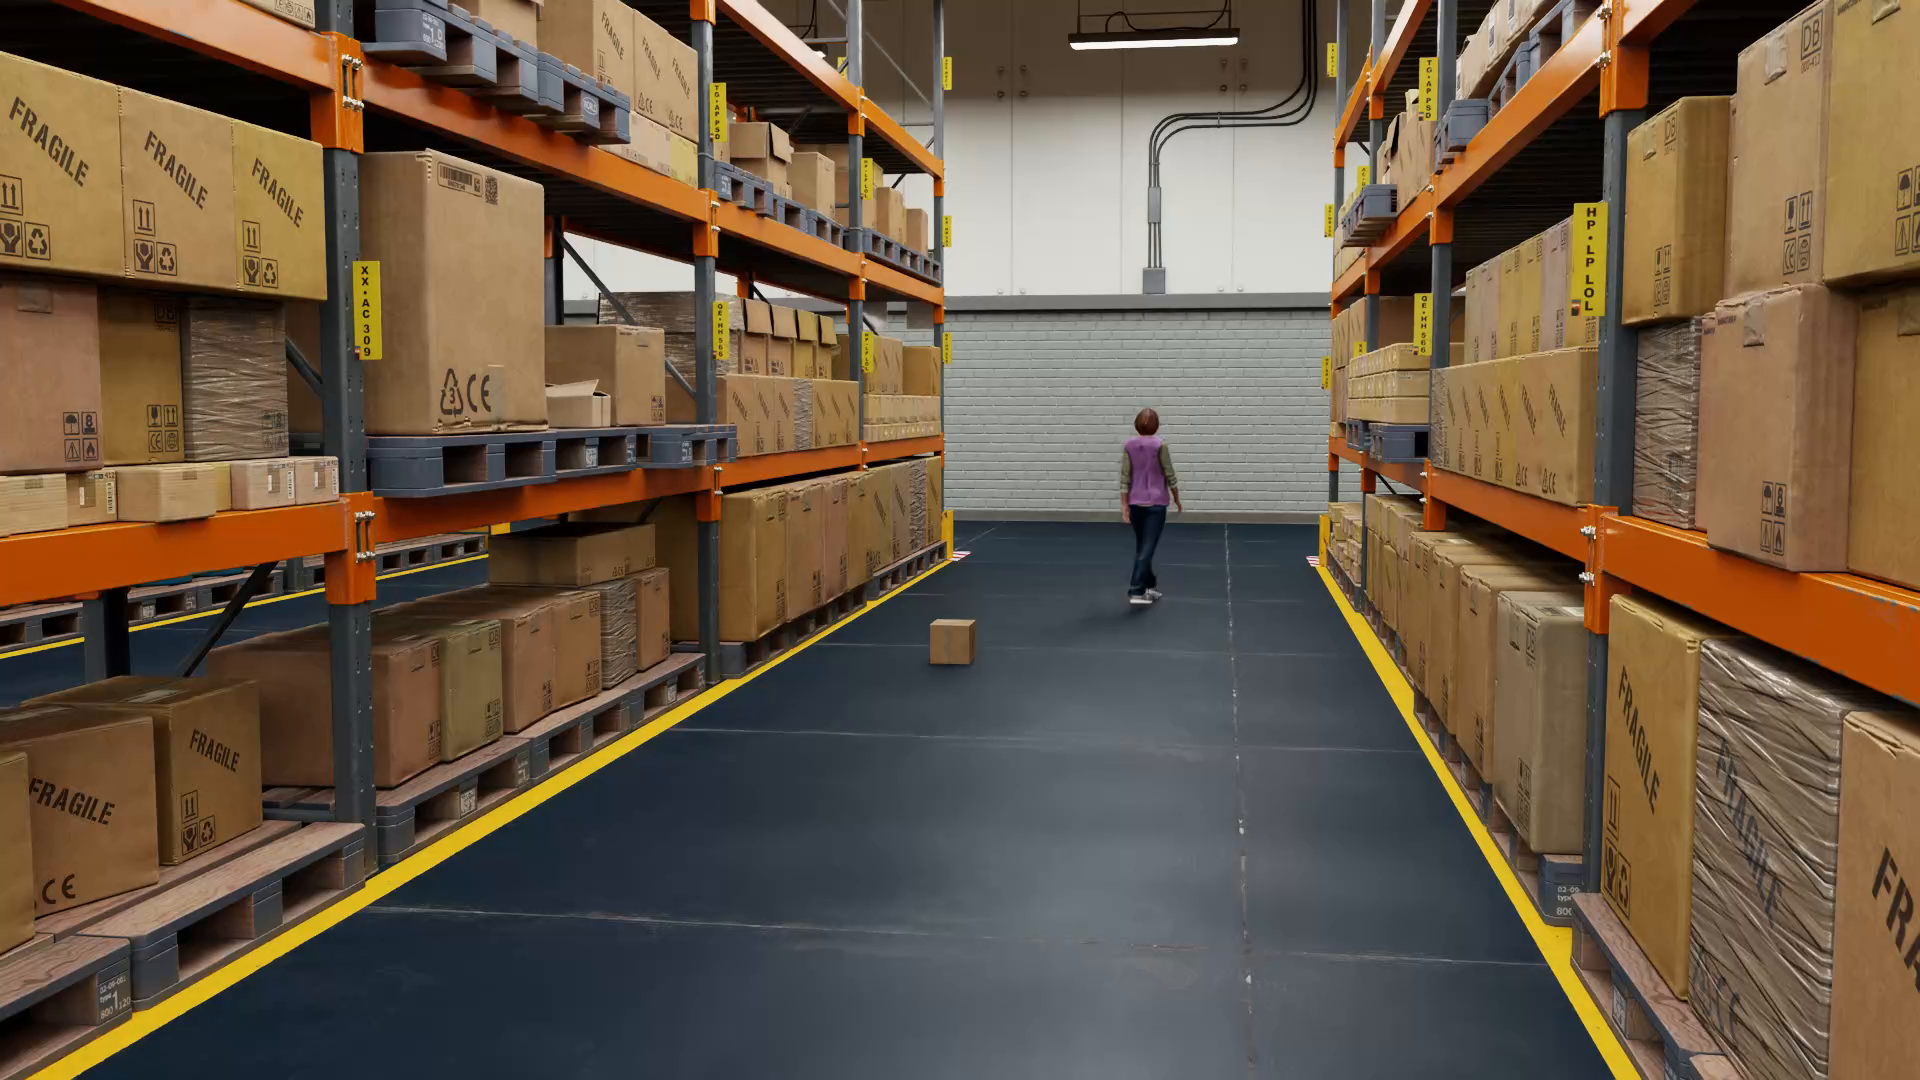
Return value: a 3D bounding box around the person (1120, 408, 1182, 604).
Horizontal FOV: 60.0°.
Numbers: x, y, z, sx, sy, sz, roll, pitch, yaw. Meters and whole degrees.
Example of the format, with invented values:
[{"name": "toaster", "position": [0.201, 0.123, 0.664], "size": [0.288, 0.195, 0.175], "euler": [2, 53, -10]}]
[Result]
[{"name": "person", "position": [1.560, -0.283, 13.404], "size": [0.424, 1.565, 0.837], "euler": [3, 6, 32]}]
